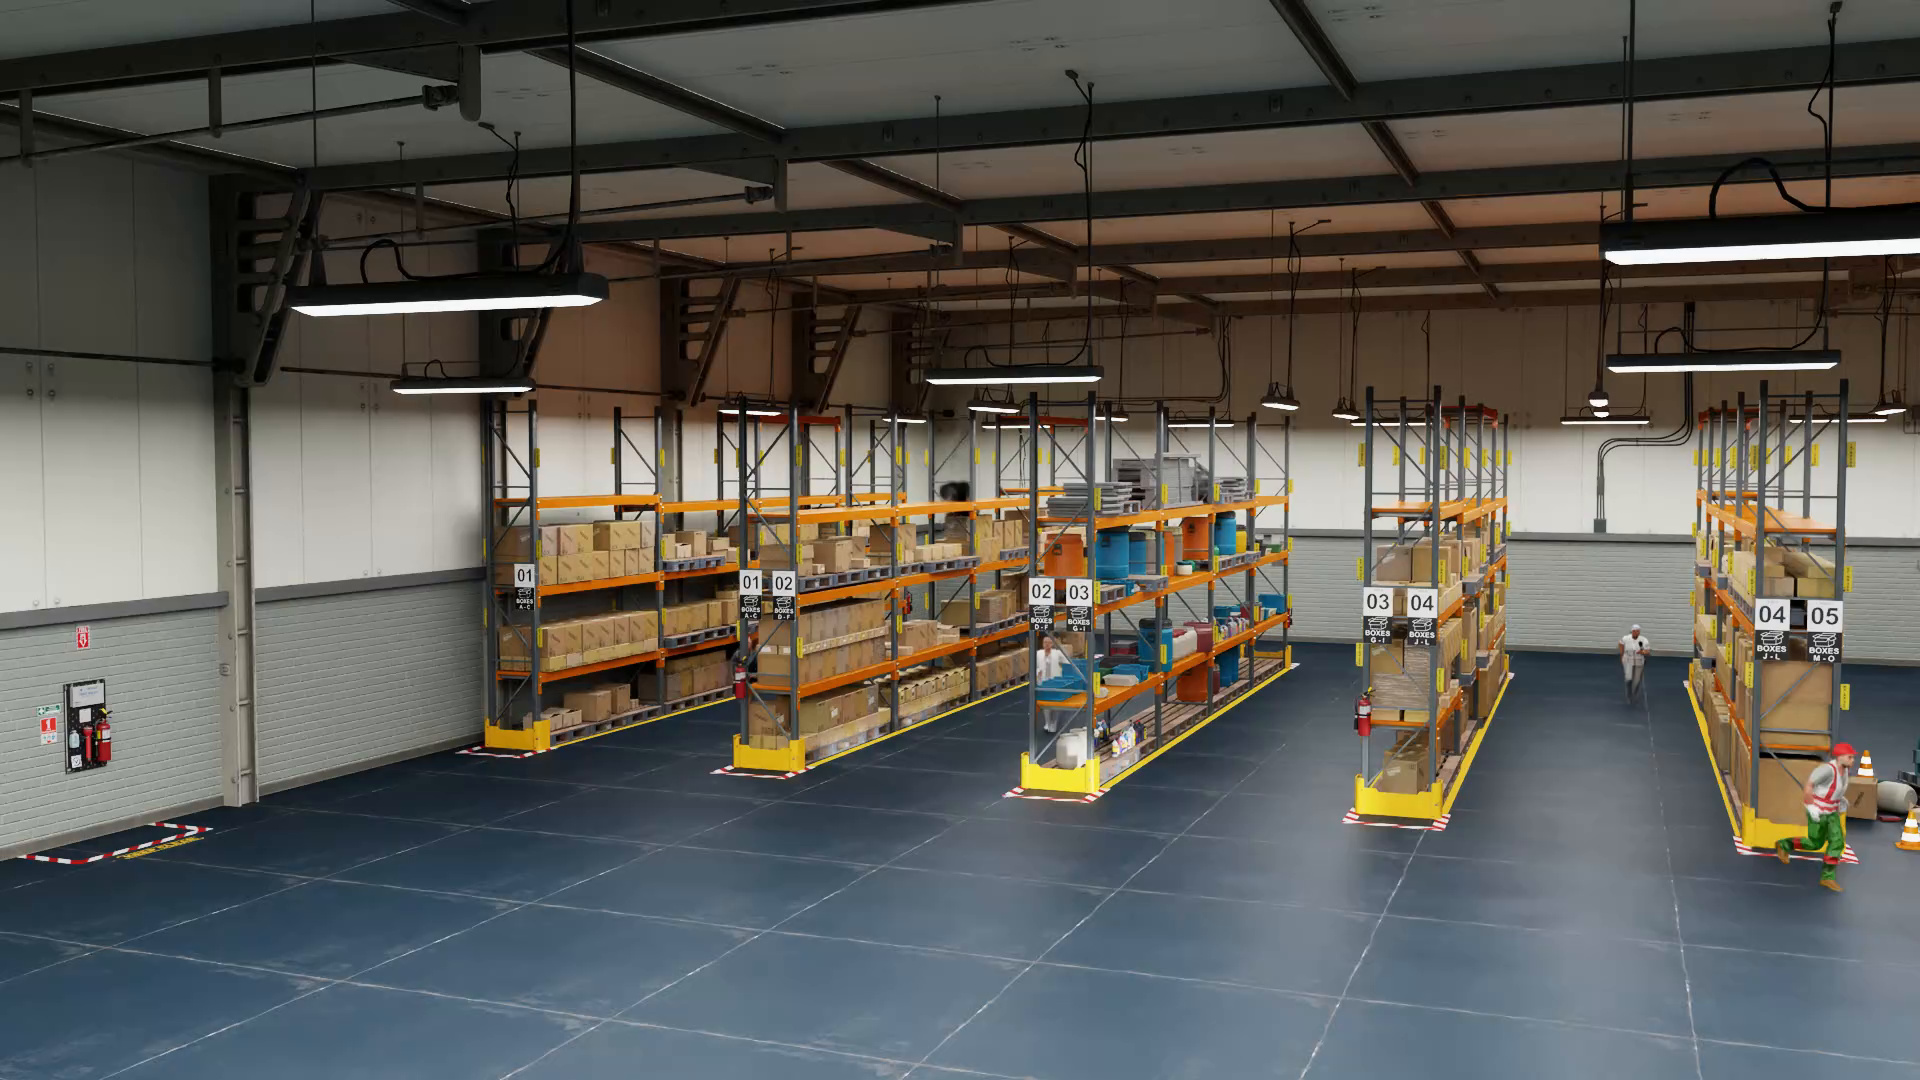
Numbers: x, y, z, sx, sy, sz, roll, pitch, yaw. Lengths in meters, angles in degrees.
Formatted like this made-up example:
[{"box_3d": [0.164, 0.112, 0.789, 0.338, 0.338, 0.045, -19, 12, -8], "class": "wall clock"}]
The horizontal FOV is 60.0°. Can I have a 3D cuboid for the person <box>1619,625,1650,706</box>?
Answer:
[{"box_3d": [13.647, 2.528, 33.661, 0.558, 1.652, 0.793, 1, 3, 15], "class": "person"}]

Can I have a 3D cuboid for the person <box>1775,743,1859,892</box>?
[{"box_3d": [10.068, 3.197, 19.547, 0.663, 1.723, 0.942, -2, 4, -37], "class": "person"}]

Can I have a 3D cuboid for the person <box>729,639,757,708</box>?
[{"box_3d": [-3.968, 2.664, 30.876, 0.693, 1.673, 0.681, 0, 3, 7], "class": "person"}]

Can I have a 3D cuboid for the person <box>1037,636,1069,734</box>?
[{"box_3d": [1.605, 2.625, 30.116, 0.672, 1.771, 0.838, 1, 3, 13], "class": "person"}]
